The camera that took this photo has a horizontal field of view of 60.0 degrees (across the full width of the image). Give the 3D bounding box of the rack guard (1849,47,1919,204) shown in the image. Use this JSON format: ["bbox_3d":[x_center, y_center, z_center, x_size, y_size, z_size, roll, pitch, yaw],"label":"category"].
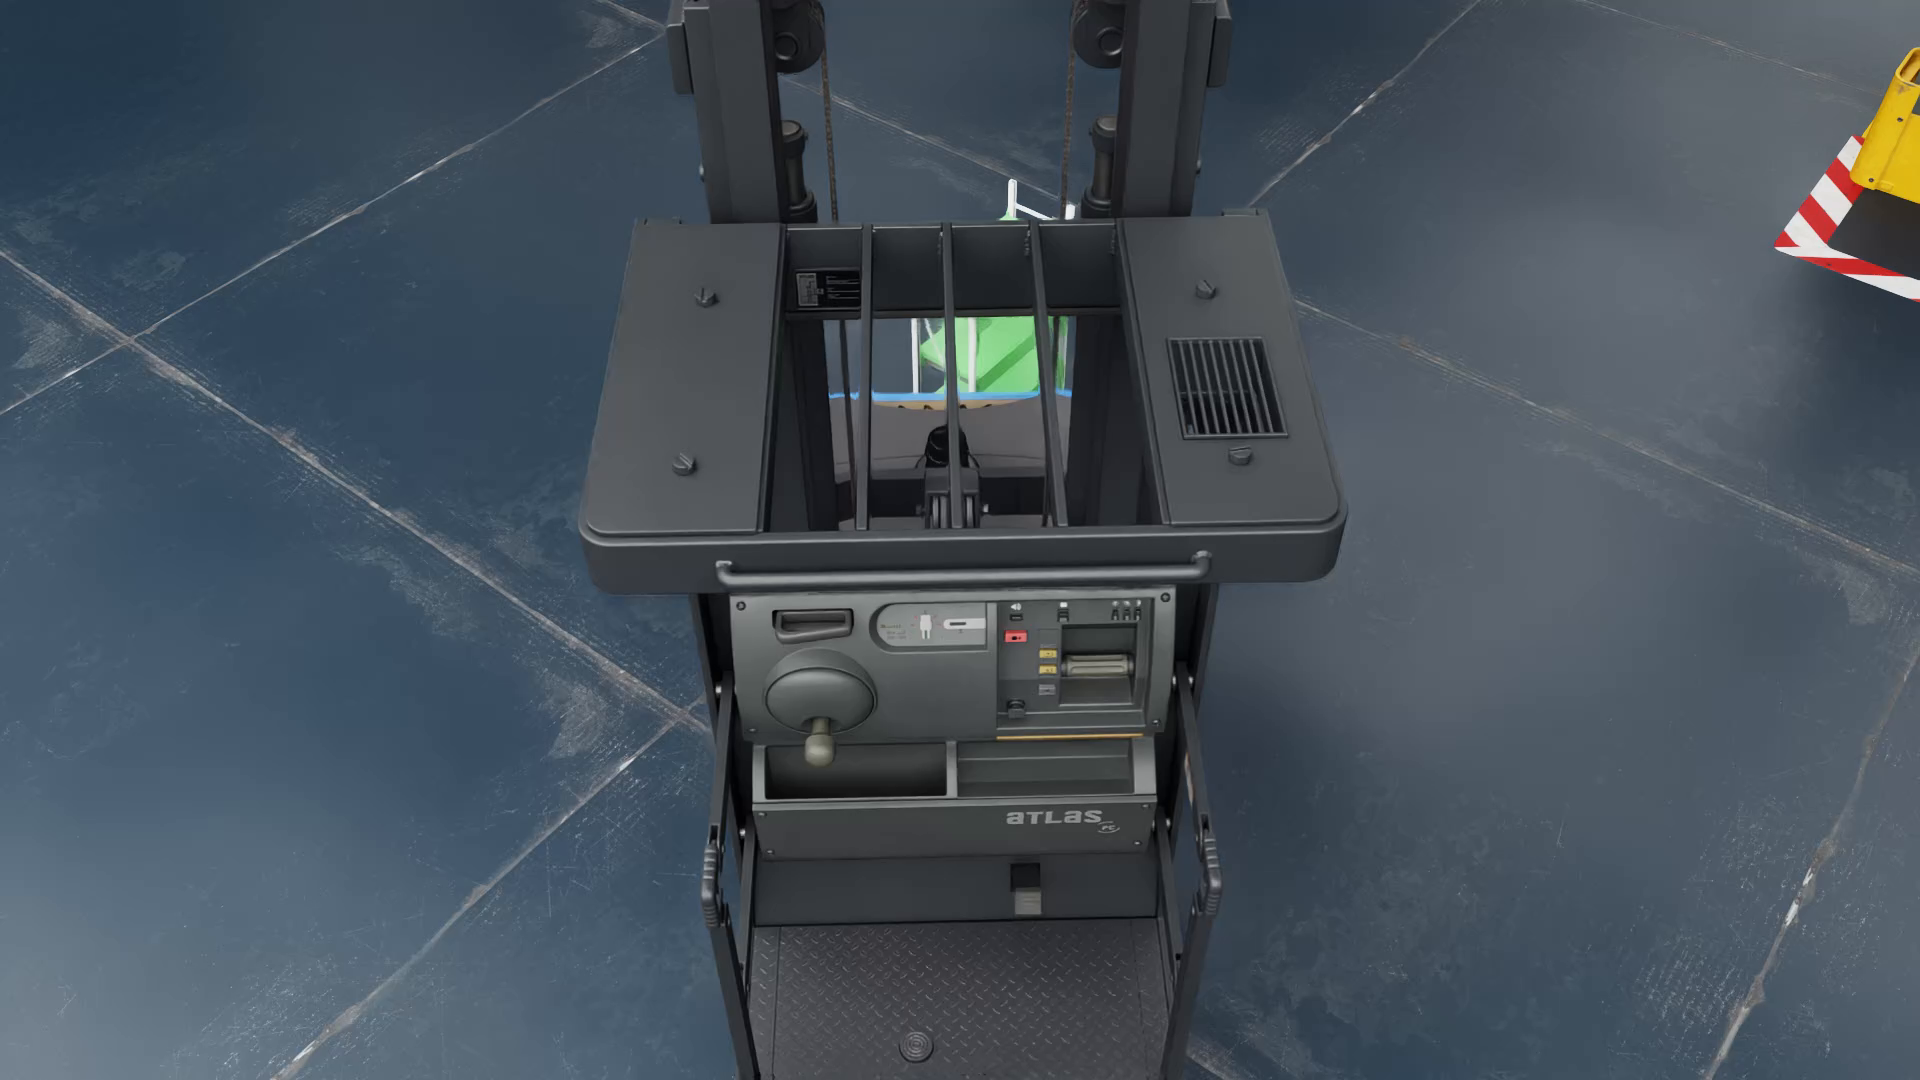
[{"bbox_3d":[4.427,-1.582,6.916,1.175,0.500,0.348,29,53,25],"label":"rack guard"}]

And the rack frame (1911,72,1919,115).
[{"bbox_3d":[4.380,-2.402,5.970,1.000,3.000,0.127,29,53,25],"label":"rack frame"}]

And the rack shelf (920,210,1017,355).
[{"bbox_3d":[0.101,-0.797,5.106,0.258,0.148,0.480,29,53,25],"label":"rack shelf"}]

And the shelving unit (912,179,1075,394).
[{"bbox_3d":[0.101,-0.509,5.407,0.258,1.200,0.503,29,53,25],"label":"shelving unit"}]

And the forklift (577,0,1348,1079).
[{"bbox_3d":[-0.005,0.372,3.368,1.130,2.935,3.031,-1,46,-1],"label":"forklift"}]

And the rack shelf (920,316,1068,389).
[{"bbox_3d":[0.101,-0.631,5.279,0.258,0.148,0.480,29,53,25],"label":"rack shelf"}]

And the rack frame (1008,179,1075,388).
[{"bbox_3d":[0.250,-0.649,5.540,0.240,1.200,0.015,29,53,25],"label":"rack frame"}]

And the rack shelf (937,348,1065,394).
[{"bbox_3d":[0.101,-0.465,5.453,0.258,0.148,0.480,29,53,25],"label":"rack shelf"}]

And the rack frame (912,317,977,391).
[{"bbox_3d":[-0.048,-0.370,5.273,0.240,1.200,0.015,29,53,25],"label":"rack frame"}]
